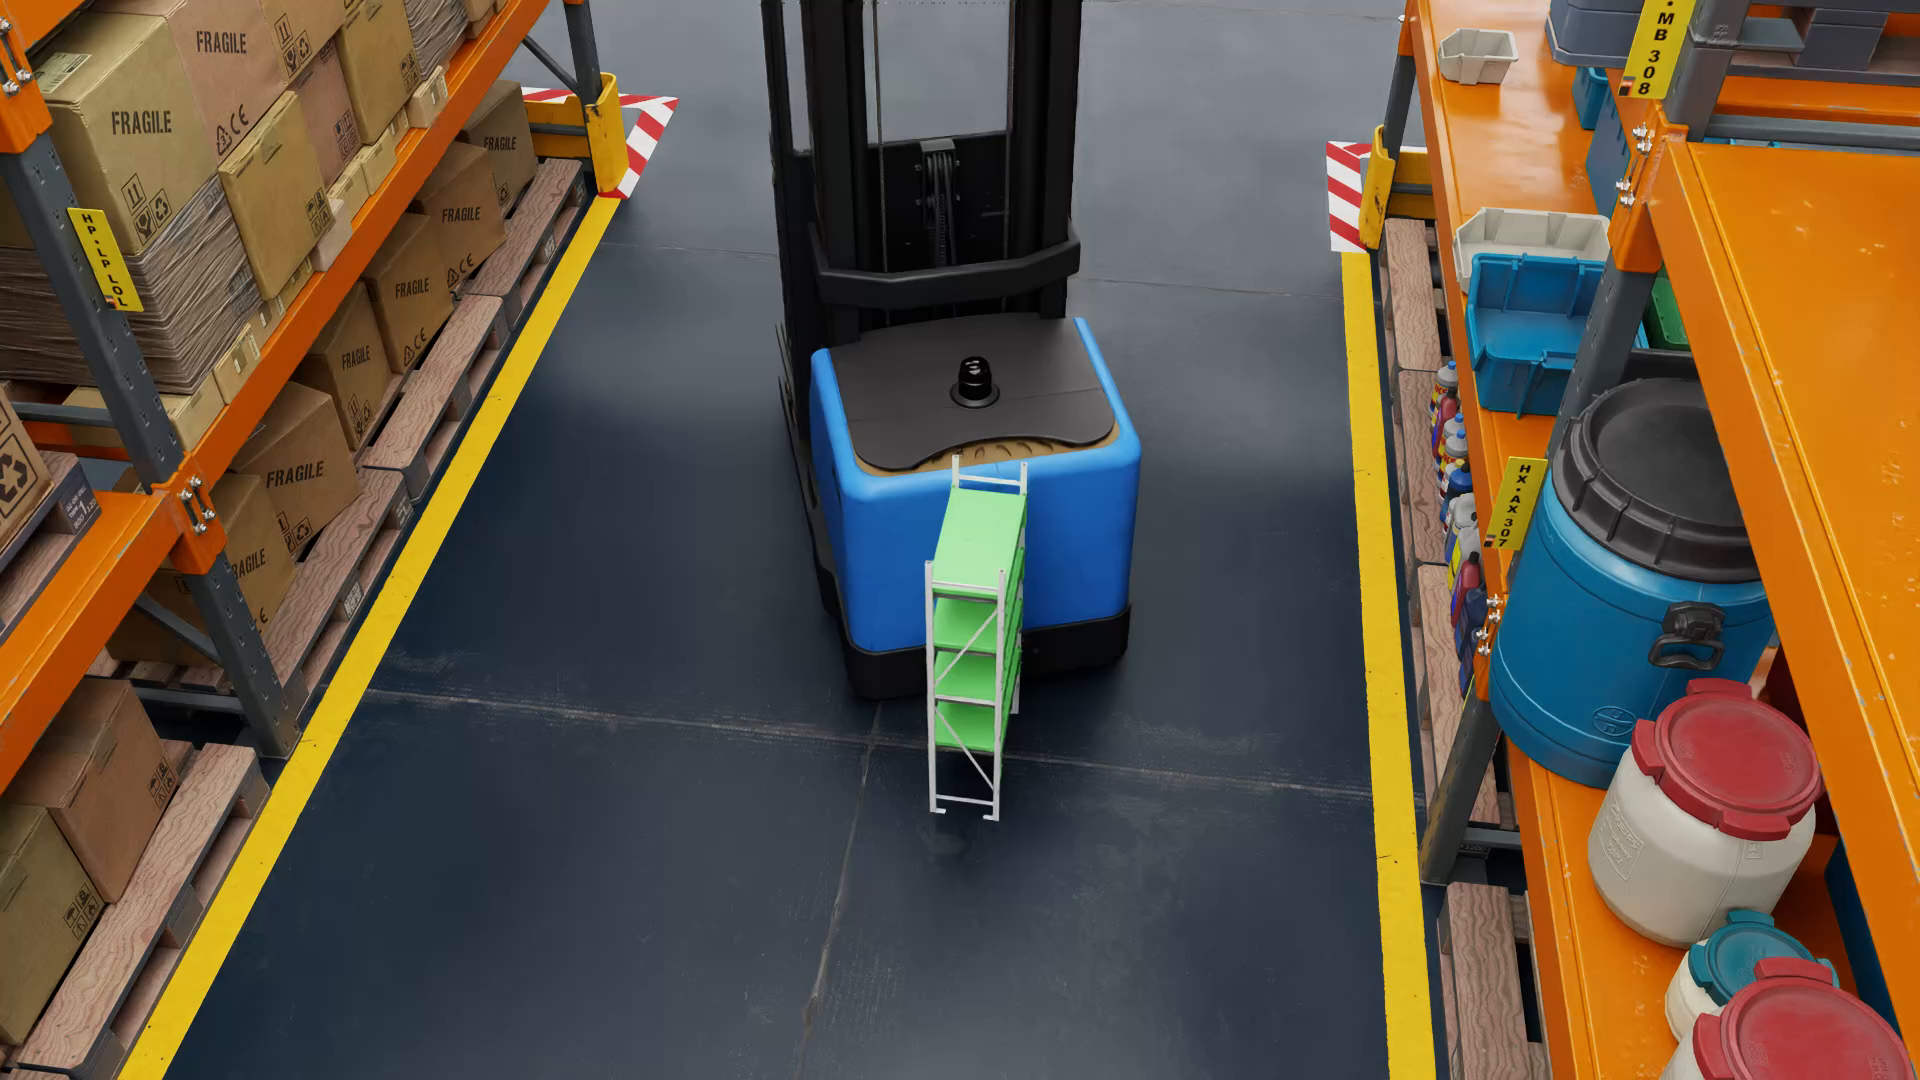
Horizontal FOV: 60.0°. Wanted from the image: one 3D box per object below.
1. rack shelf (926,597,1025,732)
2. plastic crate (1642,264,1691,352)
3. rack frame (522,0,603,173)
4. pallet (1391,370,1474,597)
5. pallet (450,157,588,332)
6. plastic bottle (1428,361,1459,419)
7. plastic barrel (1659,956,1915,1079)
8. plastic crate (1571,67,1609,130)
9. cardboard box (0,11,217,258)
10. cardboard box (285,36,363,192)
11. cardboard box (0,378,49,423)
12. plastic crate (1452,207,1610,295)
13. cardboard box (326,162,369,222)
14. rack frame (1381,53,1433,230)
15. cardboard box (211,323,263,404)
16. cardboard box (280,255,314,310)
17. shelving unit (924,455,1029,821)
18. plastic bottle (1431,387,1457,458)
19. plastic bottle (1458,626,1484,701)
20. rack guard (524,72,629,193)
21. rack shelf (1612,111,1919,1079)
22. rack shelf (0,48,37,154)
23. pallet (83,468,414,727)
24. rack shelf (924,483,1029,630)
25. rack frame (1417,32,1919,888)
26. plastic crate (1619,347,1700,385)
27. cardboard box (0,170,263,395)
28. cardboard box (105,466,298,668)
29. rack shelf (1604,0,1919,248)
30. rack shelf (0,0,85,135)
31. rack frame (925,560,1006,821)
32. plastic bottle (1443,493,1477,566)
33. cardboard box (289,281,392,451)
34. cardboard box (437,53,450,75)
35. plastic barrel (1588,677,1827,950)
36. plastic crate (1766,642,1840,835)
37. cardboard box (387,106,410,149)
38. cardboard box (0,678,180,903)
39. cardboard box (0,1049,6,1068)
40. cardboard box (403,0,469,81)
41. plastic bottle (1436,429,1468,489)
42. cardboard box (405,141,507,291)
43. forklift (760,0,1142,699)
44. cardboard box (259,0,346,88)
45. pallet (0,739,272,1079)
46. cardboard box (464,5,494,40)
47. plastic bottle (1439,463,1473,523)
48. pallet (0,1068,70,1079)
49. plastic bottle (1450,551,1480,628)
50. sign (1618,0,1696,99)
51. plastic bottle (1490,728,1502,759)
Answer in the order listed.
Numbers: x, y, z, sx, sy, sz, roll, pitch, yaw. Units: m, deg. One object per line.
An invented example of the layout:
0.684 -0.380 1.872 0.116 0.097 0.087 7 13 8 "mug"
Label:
0.056 0.395 5.553 0.258 0.148 0.480 6 44 7 "rack shelf"
2.493 -0.760 5.525 0.450 0.188 0.662 5 44 6 "plastic crate"
-2.347 -3.113 7.856 1.000 3.000 0.127 5 44 6 "rack frame"
2.323 -0.212 6.821 1.003 0.211 1.213 5 44 6 "pallet"
-2.499 -1.499 8.179 1.003 0.211 1.213 5 44 6 "pallet"
2.014 -0.625 6.893 0.097 0.271 0.097 0 43 0 "plastic bottle"
1.593 1.146 3.260 0.433 0.535 0.433 0 43 0 "plastic barrel"
2.702 -1.799 6.576 0.499 0.251 0.408 5 44 6 "plastic crate"
-2.564 -1.178 4.796 0.500 0.500 0.500 5 44 6 "cardboard box"
-2.687 -1.520 5.885 0.875 0.500 0.500 5 44 6 "cardboard box"
-3.138 -0.469 5.247 0.380 0.149 0.250 5 44 6 "cardboard box"
1.998 -0.971 5.786 0.530 0.136 0.437 5 44 6 "plastic crate"
-2.408 -1.269 6.092 0.380 0.149 0.250 5 44 6 "cardboard box"
2.563 -2.663 7.381 1.000 3.000 0.127 5 44 6 "rack frame"
-2.503 -0.584 5.368 0.380 0.149 0.250 5 44 6 "cardboard box"
-2.474 -0.929 5.732 0.380 0.149 0.250 5 44 6 "cardboard box"
0.056 0.349 5.509 0.258 1.200 0.503 6 44 7 "shelving unit"
1.966 -0.477 6.727 0.061 0.283 0.133 6 44 6 "plastic bottle"
1.834 0.400 5.753 0.144 0.351 0.185 4 44 4 "plastic bottle"
-2.357 -2.154 8.661 1.175 0.500 0.348 5 44 6 "rack guard"
1.770 0.598 2.278 1.077 0.370 4.000 5 44 6 "rack shelf"
-3.140 0.148 2.754 1.077 0.370 4.000 5 44 6 "rack shelf"
-2.822 0.164 6.423 1.003 0.211 1.213 5 44 6 "pallet"
0.056 0.047 5.223 0.258 0.148 0.480 6 44 7 "rack shelf"
2.034 0.063 4.502 1.000 3.000 0.127 5 44 6 "rack frame"
2.229 -0.260 4.888 0.767 0.338 0.504 5 44 6 "plastic crate"
-2.755 -0.833 5.159 0.875 0.500 0.500 5 44 6 "cardboard box"
-2.783 0.099 5.976 0.500 0.500 0.500 4 44 4 "cardboard box"
2.299 -2.128 5.157 1.077 0.370 4.000 5 44 6 "rack shelf"
-2.611 -2.578 5.633 1.077 0.370 4.000 5 44 6 "rack shelf"
0.016 0.514 5.334 0.240 1.200 0.015 6 44 7 "rack frame"
1.927 -0.034 6.265 0.152 0.276 0.135 6 44 6 "plastic bottle"
-2.710 -0.722 6.844 0.500 0.500 0.500 2 43 2 "cardboard box"
-2.329 -1.956 6.817 0.380 0.149 0.250 5 44 6 "cardboard box"
1.690 0.646 3.788 0.433 0.535 0.433 0 43 0 "plastic barrel"
2.273 0.398 4.102 0.402 0.464 0.583 5 44 6 "plastic crate"
-2.376 -1.613 6.455 0.380 0.149 0.250 5 44 6 "cardboard box"
-2.978 0.777 5.246 0.700 0.500 0.500 2 43 2 "cardboard box"
-3.133 1.482 4.501 0.700 0.500 0.500 2 43 2 "cardboard box"
-2.503 -2.197 6.599 0.875 0.500 0.500 5 44 6 "cardboard box"
1.956 -0.323 6.574 0.097 0.271 0.097 0 43 0 "plastic bottle"
-2.491 -1.524 7.690 0.500 0.500 0.500 16 46 16 "cardboard box"
-0.177 -1.513 6.216 1.130 2.935 3.031 -8 44 -9 "forklift"
-2.433 -1.860 5.516 0.500 0.500 0.500 5 44 6 "cardboard box"
-2.977 1.156 5.376 1.003 0.211 1.213 5 44 6 "pallet"
-2.244 -2.295 7.175 0.380 0.149 0.250 5 44 6 "cardboard box"
1.929 -0.185 6.428 0.097 0.271 0.097 0 43 0 "plastic bottle"
-3.136 1.990 4.495 1.003 0.211 1.213 5 44 6 "pallet"
1.839 0.179 6.035 0.061 0.283 0.133 8 44 8 "plastic bottle"
1.490 -1.087 3.528 0.100 0.325 0.005 5 44 6 "sign"
1.773 0.644 5.604 0.097 0.201 0.097 0 43 0 "plastic bottle"
